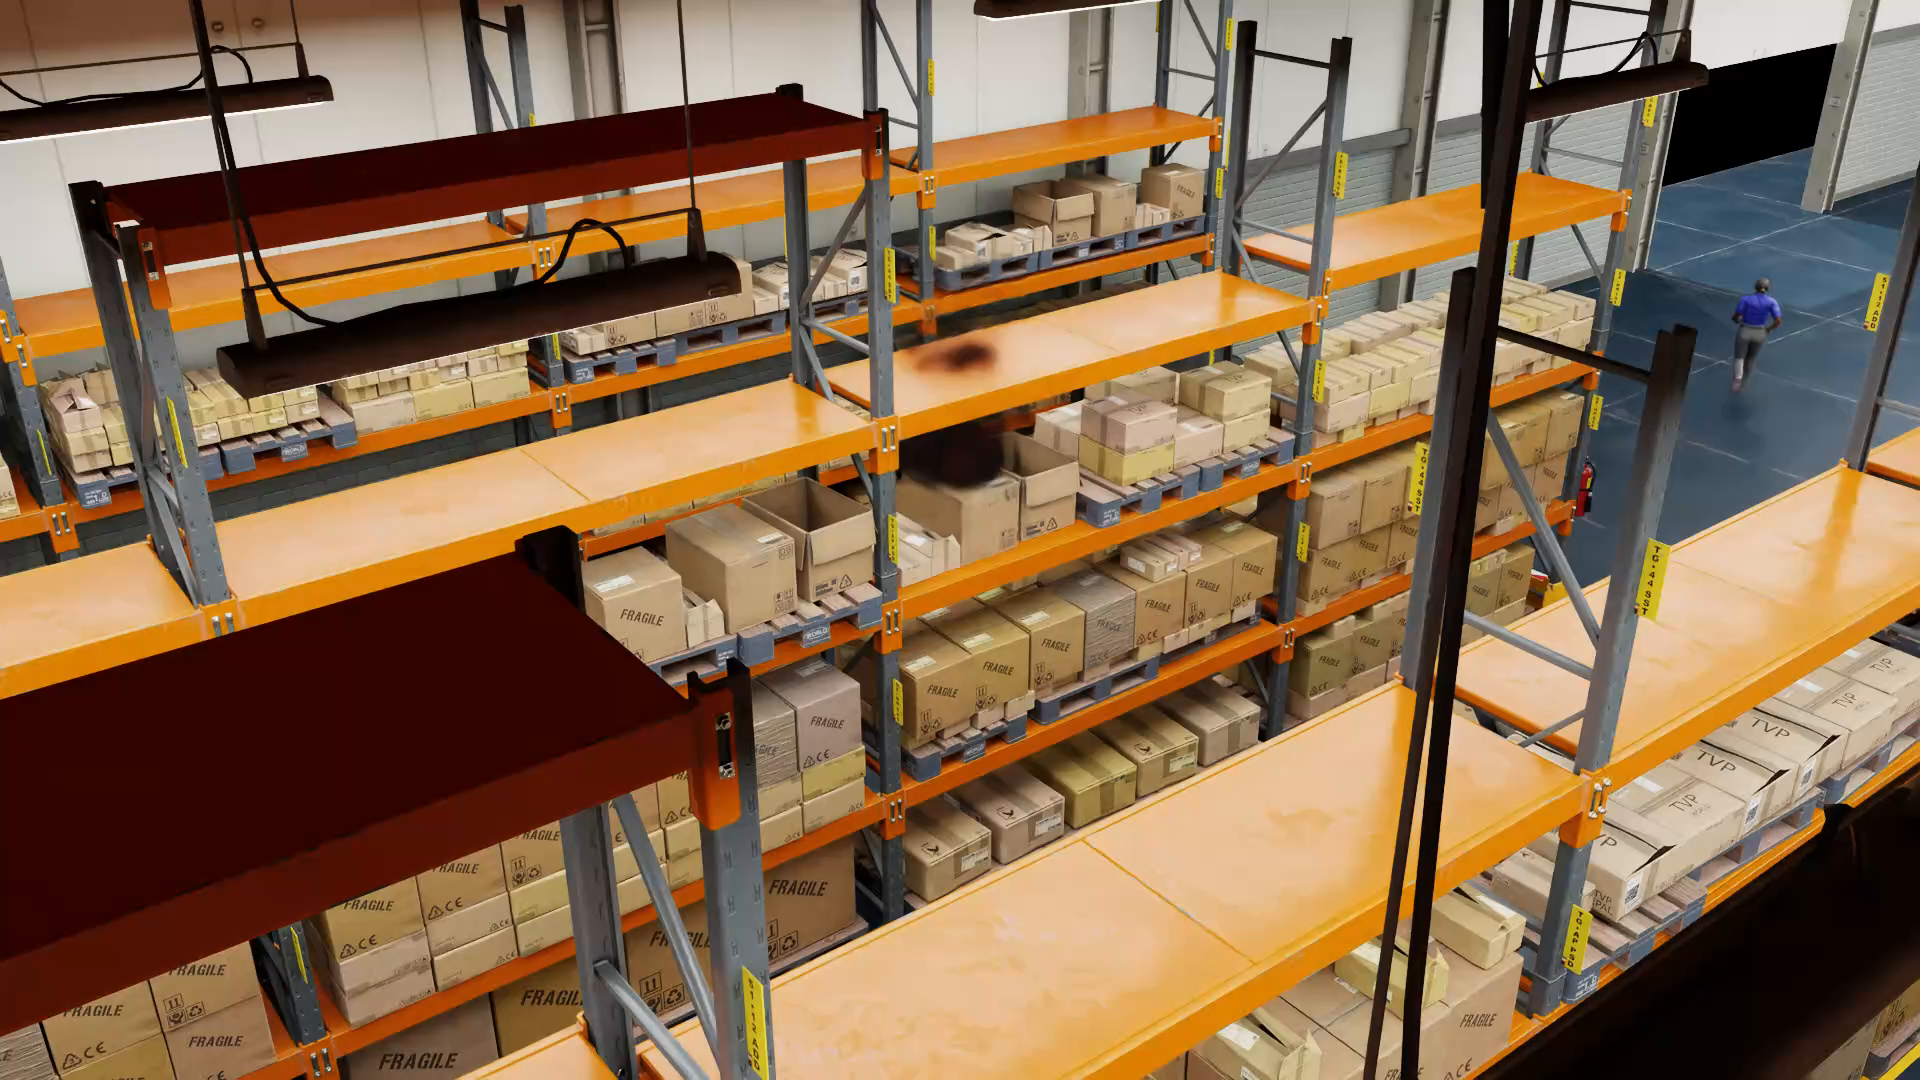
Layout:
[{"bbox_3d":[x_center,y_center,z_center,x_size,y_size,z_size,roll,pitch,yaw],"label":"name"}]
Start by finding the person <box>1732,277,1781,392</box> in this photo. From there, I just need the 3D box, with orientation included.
[{"bbox_3d":[10.308,-2.625,21.658,0.577,1.643,0.760,10,28,19],"label":"person"}]
